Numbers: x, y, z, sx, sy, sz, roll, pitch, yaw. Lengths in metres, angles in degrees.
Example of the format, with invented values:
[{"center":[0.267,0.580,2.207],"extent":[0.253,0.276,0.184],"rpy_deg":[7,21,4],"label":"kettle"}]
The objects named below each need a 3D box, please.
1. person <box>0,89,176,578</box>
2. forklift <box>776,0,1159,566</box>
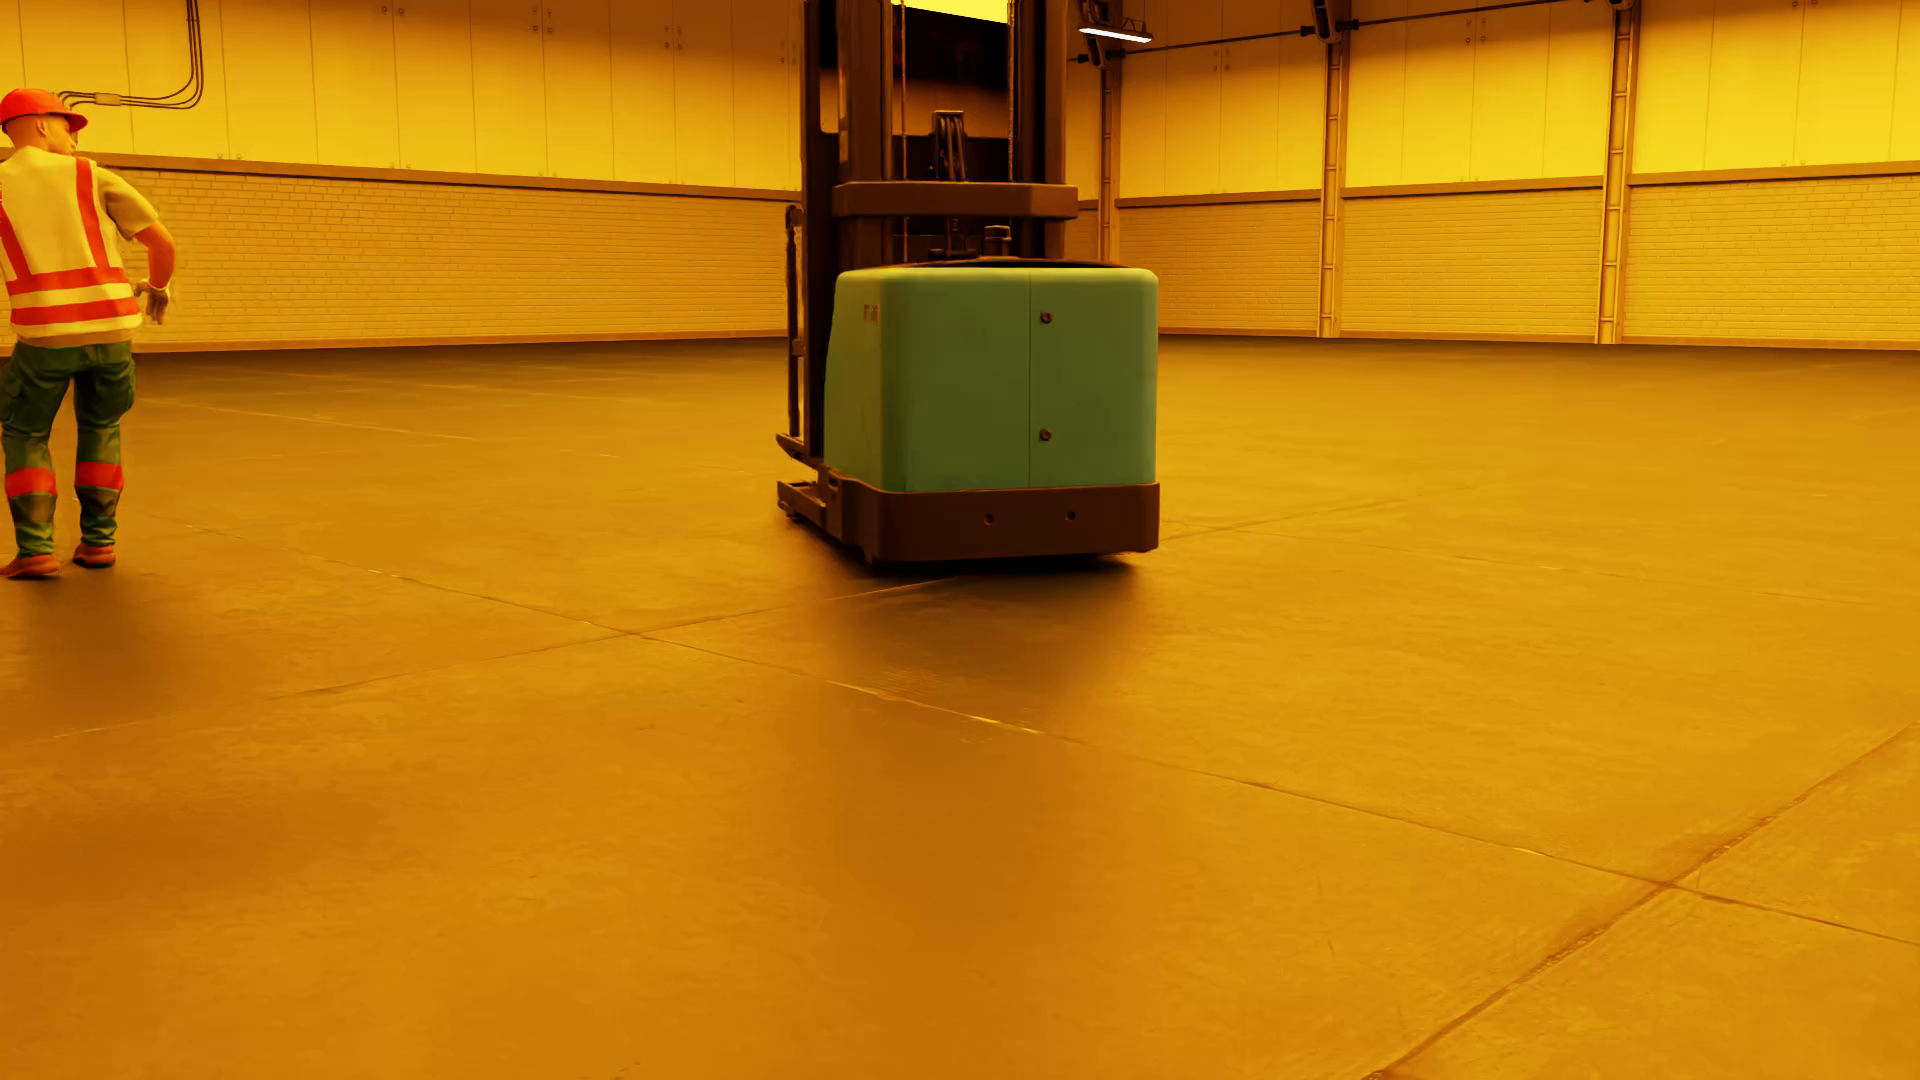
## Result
[{"center":[-3.240,-0.733,5.961],"extent":[0.784,1.722,0.675],"rpy_deg":[-6,10,-34],"label":"person"},{"center":[-0.184,-1.537,7.078],"extent":[1.130,2.935,3.031],"rpy_deg":[-3,9,-16],"label":"forklift"}]
